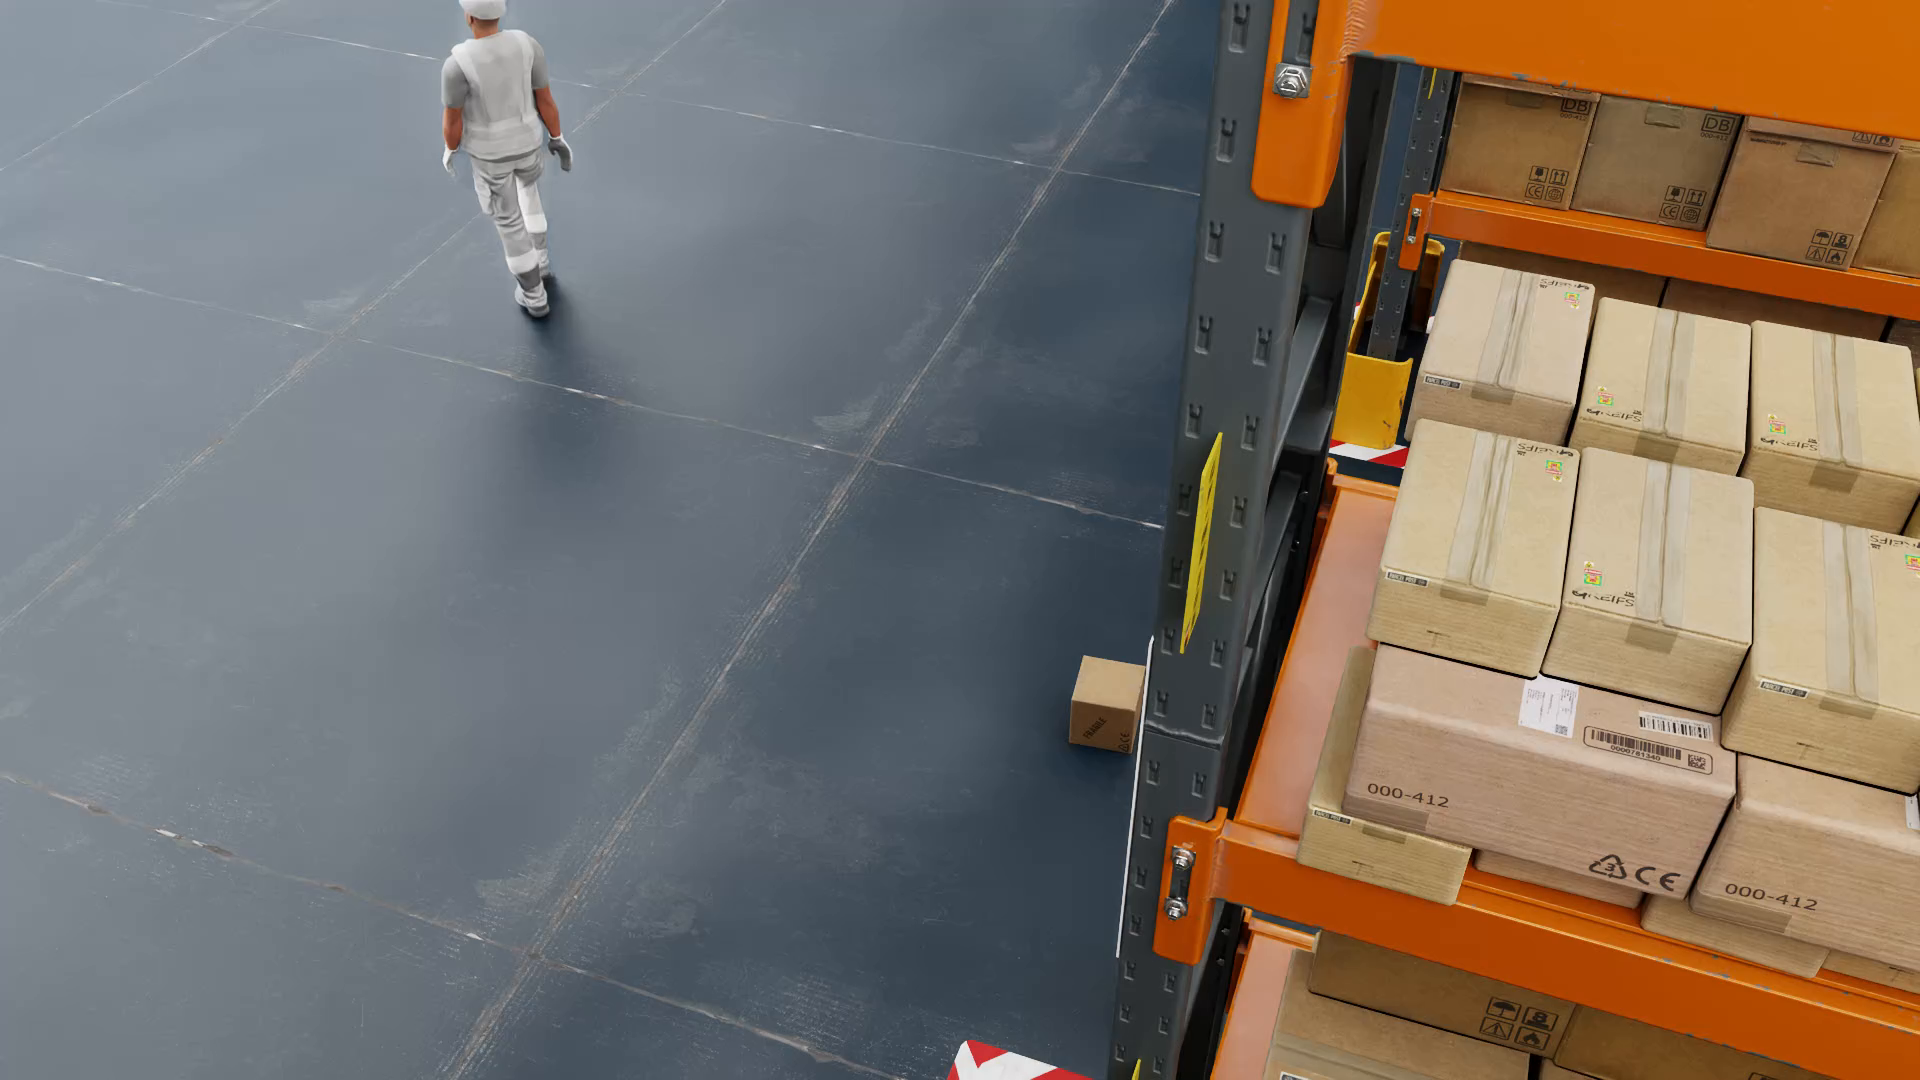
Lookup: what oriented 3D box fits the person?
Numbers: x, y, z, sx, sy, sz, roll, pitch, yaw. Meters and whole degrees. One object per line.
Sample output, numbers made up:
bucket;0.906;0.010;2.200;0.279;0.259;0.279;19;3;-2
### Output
person;-2.307;-1.975;8.412;0.590;1.841;0.513;-26;47;-27
